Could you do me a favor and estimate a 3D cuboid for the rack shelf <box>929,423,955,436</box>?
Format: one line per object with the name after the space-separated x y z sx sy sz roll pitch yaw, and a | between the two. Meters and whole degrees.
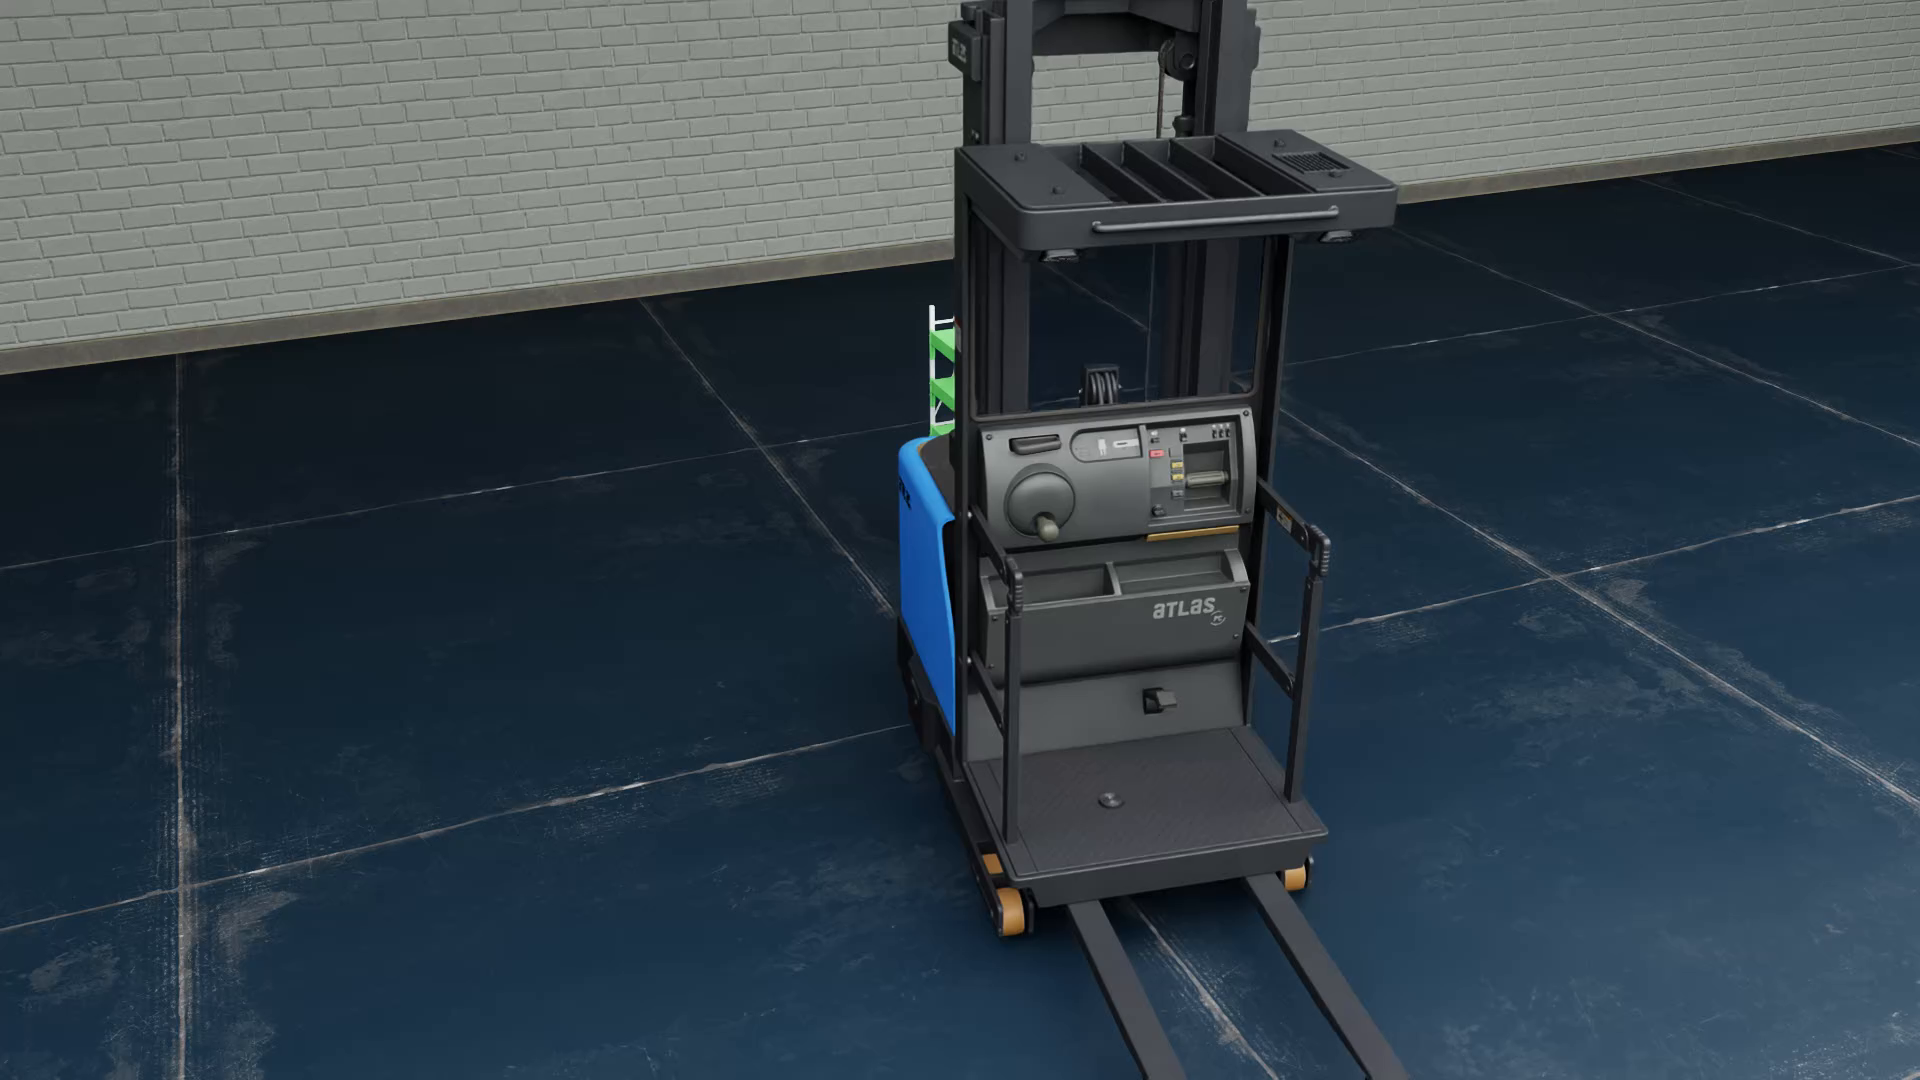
0.065 -0.415 7.878 0.258 0.148 0.480 -11 28 -21 | rack shelf

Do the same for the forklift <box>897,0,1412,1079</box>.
0.580 -0.180 5.278 1.130 2.935 3.031 -6 27 -12 | forklift

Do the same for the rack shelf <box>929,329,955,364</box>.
0.065 -0.846 7.667 0.258 0.148 0.480 -11 28 -21 | rack shelf

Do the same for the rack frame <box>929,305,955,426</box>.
-0.031 -0.571 8.052 0.240 1.200 0.015 -11 28 -21 | rack frame

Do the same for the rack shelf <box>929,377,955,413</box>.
0.065 -0.631 7.773 0.258 0.148 0.480 -11 28 -21 | rack shelf

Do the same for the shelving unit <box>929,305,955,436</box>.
0.065 -0.472 7.850 0.258 1.200 0.503 -11 28 -21 | shelving unit
